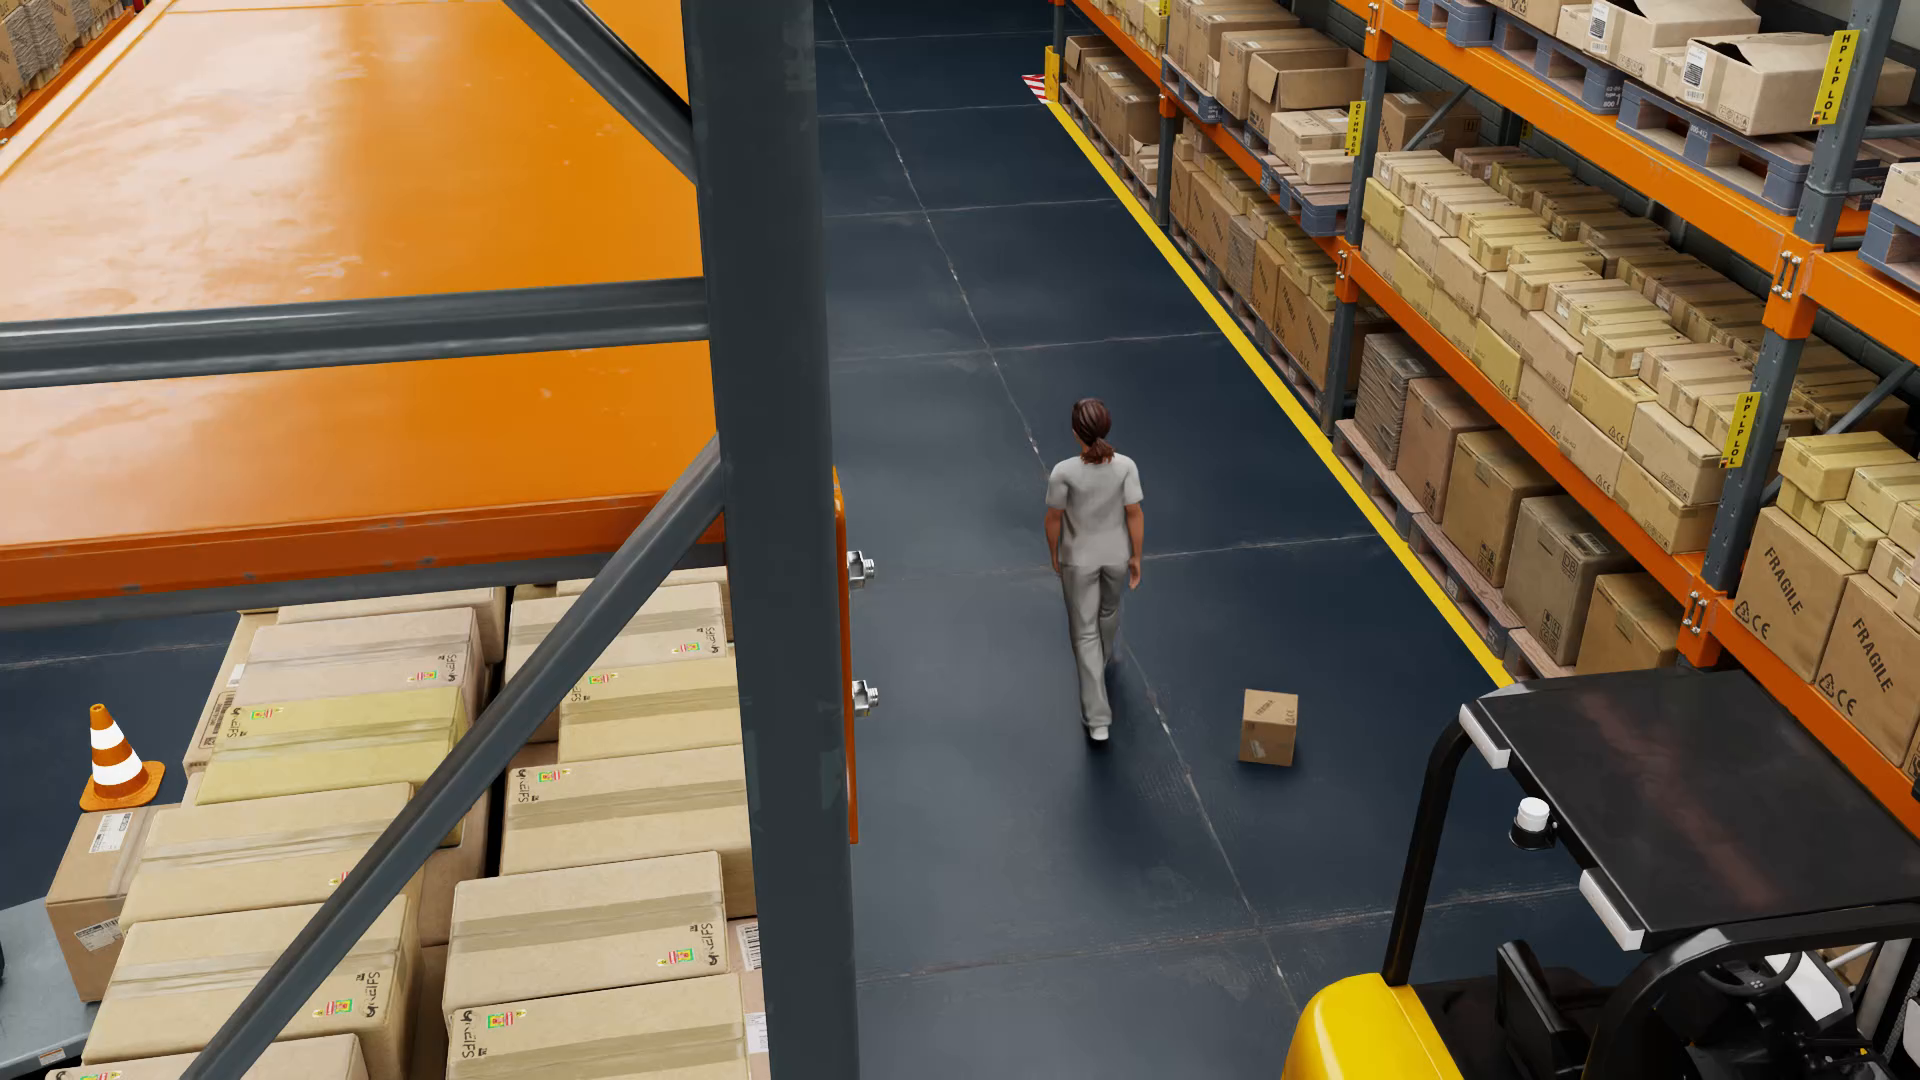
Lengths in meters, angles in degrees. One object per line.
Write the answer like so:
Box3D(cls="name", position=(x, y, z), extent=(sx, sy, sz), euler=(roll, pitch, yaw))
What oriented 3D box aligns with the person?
Box3D(cls="person", position=(0.644, 0.074, 7.988), extent=(0.503, 1.633, 0.888), euler=(-7, 31, -11))
